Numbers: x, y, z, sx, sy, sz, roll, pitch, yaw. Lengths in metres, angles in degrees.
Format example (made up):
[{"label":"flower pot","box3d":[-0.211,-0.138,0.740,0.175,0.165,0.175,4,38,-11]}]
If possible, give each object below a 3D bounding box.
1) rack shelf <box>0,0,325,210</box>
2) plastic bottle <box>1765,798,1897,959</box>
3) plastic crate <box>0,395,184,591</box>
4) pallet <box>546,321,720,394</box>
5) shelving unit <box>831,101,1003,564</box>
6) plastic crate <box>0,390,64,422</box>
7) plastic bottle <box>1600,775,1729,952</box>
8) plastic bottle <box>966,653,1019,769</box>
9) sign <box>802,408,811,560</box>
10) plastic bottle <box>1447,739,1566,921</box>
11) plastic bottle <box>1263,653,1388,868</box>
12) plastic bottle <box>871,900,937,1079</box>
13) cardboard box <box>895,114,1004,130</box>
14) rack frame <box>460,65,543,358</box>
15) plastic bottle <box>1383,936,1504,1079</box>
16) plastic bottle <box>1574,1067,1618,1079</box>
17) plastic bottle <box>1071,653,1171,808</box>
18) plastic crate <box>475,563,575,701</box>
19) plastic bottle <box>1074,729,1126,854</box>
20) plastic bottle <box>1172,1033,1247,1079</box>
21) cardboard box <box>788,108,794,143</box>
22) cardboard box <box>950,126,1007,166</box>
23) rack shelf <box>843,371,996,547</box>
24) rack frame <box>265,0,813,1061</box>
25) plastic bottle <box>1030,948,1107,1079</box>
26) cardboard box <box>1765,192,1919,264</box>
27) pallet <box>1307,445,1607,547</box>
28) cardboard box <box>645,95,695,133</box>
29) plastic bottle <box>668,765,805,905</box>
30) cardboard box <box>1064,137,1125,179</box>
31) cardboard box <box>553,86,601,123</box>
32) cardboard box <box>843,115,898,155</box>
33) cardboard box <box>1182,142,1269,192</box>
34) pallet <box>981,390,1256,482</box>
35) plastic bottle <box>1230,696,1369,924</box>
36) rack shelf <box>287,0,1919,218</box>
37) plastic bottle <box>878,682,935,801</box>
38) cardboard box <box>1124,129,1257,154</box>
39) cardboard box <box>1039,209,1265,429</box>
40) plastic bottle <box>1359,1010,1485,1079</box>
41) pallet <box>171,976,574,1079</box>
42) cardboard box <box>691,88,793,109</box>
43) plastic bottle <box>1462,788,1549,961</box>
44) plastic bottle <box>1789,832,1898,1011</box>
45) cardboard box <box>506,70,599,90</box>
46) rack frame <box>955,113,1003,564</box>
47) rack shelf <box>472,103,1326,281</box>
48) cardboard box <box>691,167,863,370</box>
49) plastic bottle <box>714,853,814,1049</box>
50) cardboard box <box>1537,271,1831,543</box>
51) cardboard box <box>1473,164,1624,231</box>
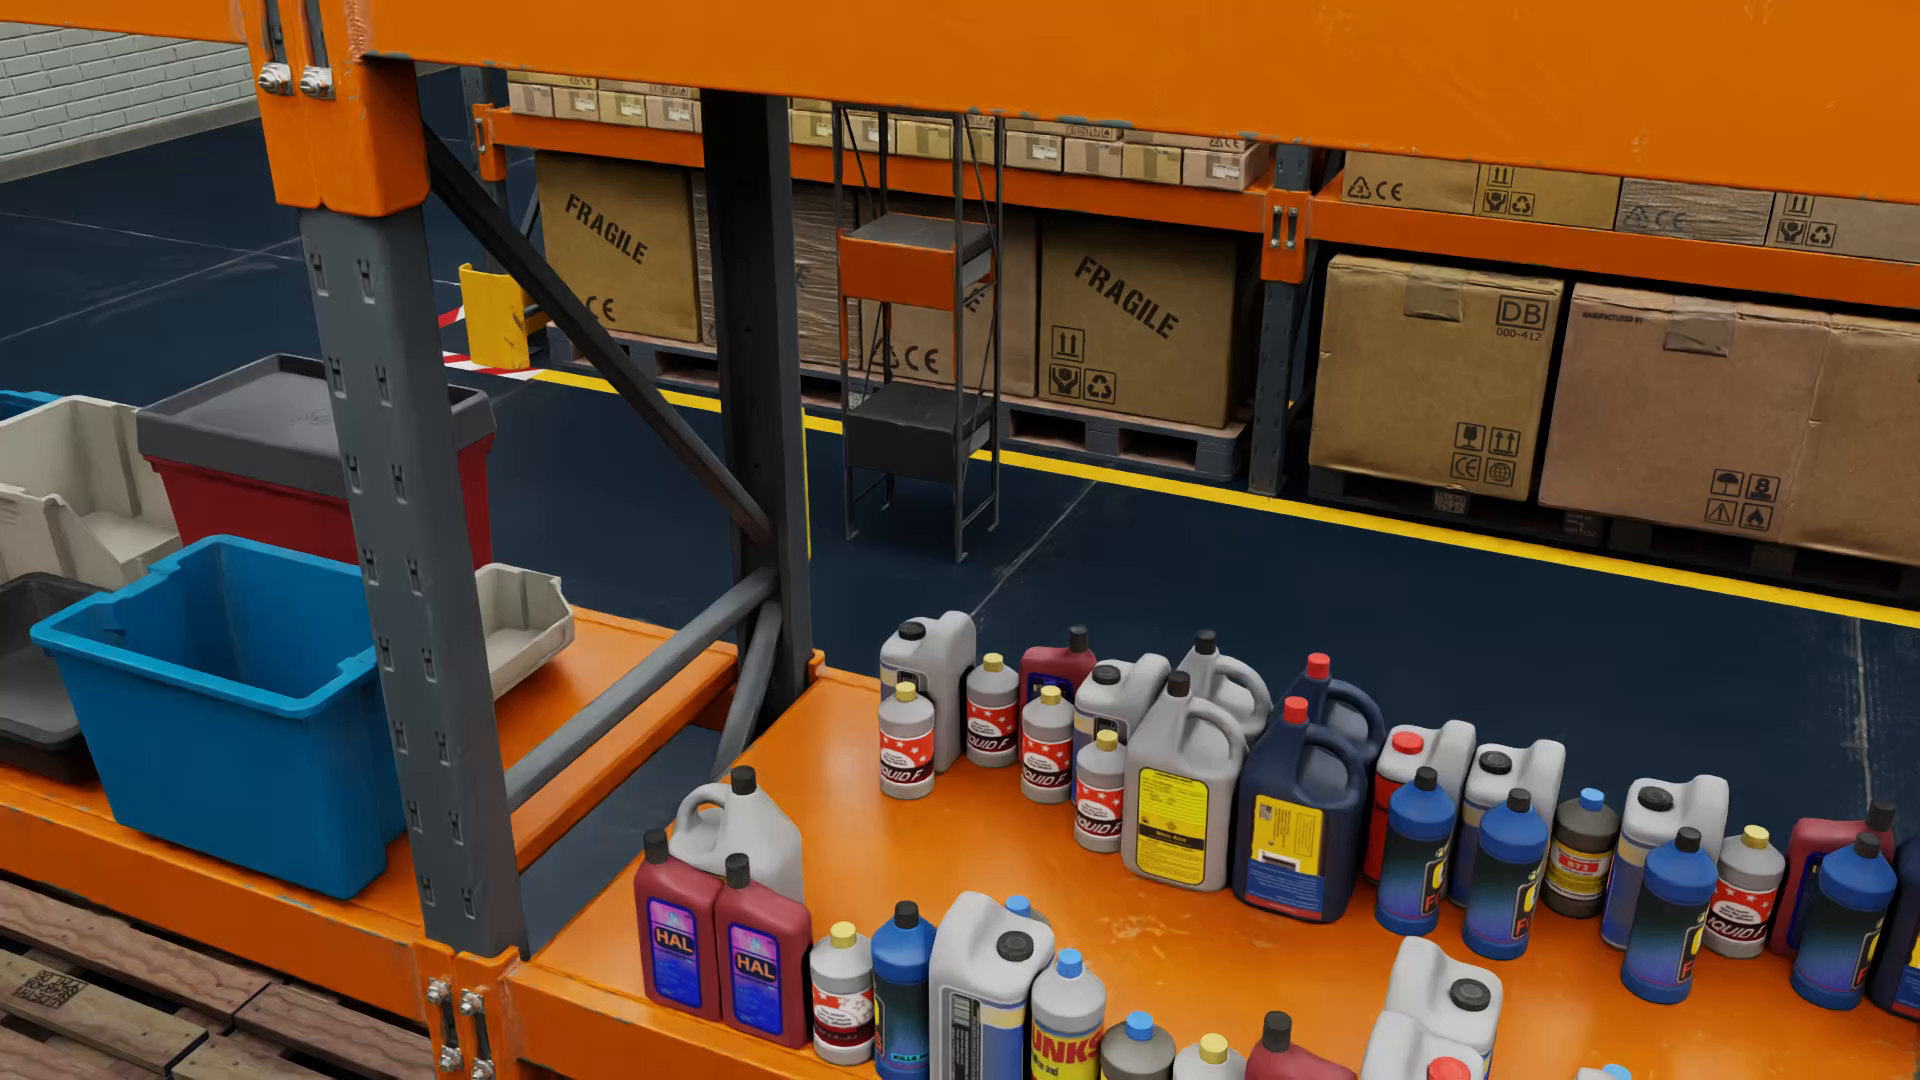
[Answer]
[{"label":"rack shelf","box3d":[-2.371,-1.132,3.072,4.000,0.370,1.077,11,28,22]},{"label":"plastic bottle","box3d":[1.297,0.501,2.469,0.133,0.283,0.061,11,28,22]},{"label":"plastic crate","box3d":[-1.865,-0.071,3.564,0.530,0.282,0.437,11,28,22]},{"label":"pallet","box3d":[-1.381,-1.101,8.747,1.213,0.211,1.003,11,28,22]},{"label":"shelving unit","box3d":[-0.151,-0.972,6.348,0.503,2.100,0.431,11,28,22]},{"label":"plastic crate","box3d":[-2.216,-0.154,3.789,0.300,0.233,0.416,11,28,22]},{"label":"plastic bottle","box3d":[1.067,0.480,2.519,0.135,0.276,0.152,11,28,22]},{"label":"plastic bottle","box3d":[0.059,0.298,2.974,0.097,0.201,0.097,0,26,0]},{"label":"sign","box3d":[-0.321,-0.089,3.221,0.005,0.325,0.100,11,28,22]},{"label":"plastic bottle","box3d":[0.856,0.438,2.605,0.135,0.276,0.152,11,28,22]},{"label":"plastic bottle","box3d":[0.590,0.349,2.701,0.185,0.351,0.144,11,28,22]},{"label":"plastic bottle","box3d":[-0.071,0.609,2.264,0.097,0.271,0.097,0,26,0]},{"label":"cardboard box","box3d":[0.052,-1.963,7.175,0.500,0.250,0.500,12,29,23]},{"label":"rack frame","box3d":[-2.142,-2.467,8.364,0.127,3.000,1.000,11,28,22]},{"label":"plastic bottle","box3d":[0.619,0.658,2.158,0.135,0.276,0.152,11,28,22]},{"label":"plastic bottle","box3d":[0.767,0.762,1.948,0.135,0.276,0.152,11,28,22]},{"label":"plastic bottle","box3d":[0.274,0.321,2.843,0.135,0.276,0.152,11,28,22]},{"label":"plastic crate","box3d":[-0.915,0.205,3.168,0.243,0.136,0.396,11,28,22]},{"label":"plastic bottle","box3d":[0.240,0.408,2.750,0.097,0.201,0.097,0,26,0]},{"label":"plastic bottle","box3d":[0.317,0.718,2.121,0.097,0.201,0.097,0,26,0]},{"label":"cardboard box","box3d":[-0.784,-1.922,7.542,0.250,0.149,0.380,11,28,21]},{"label":"cardboard box","box3d":[0.149,-1.734,7.161,0.250,0.149,0.380,12,29,23]},{"label":"rack shelf","box3d":[-0.151,-0.332,6.663,0.480,0.518,0.431,11,28,22]},{"label":"rack frame","box3d":[-0.549,0.255,2.836,0.053,2.616,0.949,11,28,22]},{"label":"plastic bottle","box3d":[0.140,0.651,2.177,0.097,0.271,0.097,0,26,0]},{"label":"cardboard box","box3d":[3.201,-1.320,5.921,0.500,0.500,0.500,12,29,23]},{"label":"pallet","box3d":[2.233,-0.373,7.269,1.213,0.211,1.003,11,28,22]},{"label":"cardboard box","box3d":[-1.250,-2.016,7.733,0.250,0.149,0.380,11,28,21]},{"label":"plastic bottle","box3d":[-0.328,0.481,2.434,0.185,0.351,0.144,11,28,22]},{"label":"cardboard box","box3d":[0.618,-1.640,6.970,0.250,0.149,0.380,11,28,21]},{"label":"cardboard box","box3d":[-1.721,-2.110,7.924,0.250,0.149,0.380,11,28,21]},{"label":"cardboard box","box3d":[-0.315,-1.828,7.352,0.250,0.149,0.380,12,29,23]},{"label":"cardboard box","box3d":[1.086,-1.546,6.780,0.250,0.149,0.380,12,28,22]},{"label":"pallet","box3d":[0.840,-0.655,7.841,1.213,0.211,1.003,11,28,22]},{"label":"plastic bottle","box3d":[0.530,0.407,2.584,0.185,0.351,0.144,11,28,22]},{"label":"rack shelf","box3d":[1.270,-0.401,1.587,4.000,0.370,1.077,11,28,22]},{"label":"plastic bottle","box3d":[-0.093,0.341,2.886,0.097,0.201,0.097,0,26,0]},{"label":"cardboard box","box3d":[0.989,-1.777,6.795,0.500,0.250,0.500,11,28,21]},{"label":"cardboard box","box3d":[0.932,-1.123,7.565,0.875,0.875,0.875,11,28,22]},{"label":"plastic bottle","box3d":[0.556,0.719,2.034,0.135,0.276,0.152,11,28,22]},{"label":"pallet","box3d":[-1.236,1.389,3.691,1.213,0.211,1.003,11,28,22]},{"label":"cardboard box","box3d":[-0.885,-2.151,7.555,0.500,0.250,0.500,10,28,20]},{"label":"plastic bottle","box3d":[0.821,0.493,2.498,0.097,0.271,0.097,0,26,0]},{"label":"plastic bottle","box3d":[1.280,0.541,2.400,0.097,0.271,0.097,0,26,0]},{"label":"cardboard box","box3d":[-1.817,-2.336,7.933,0.500,0.250,0.500,11,28,20]},{"label":"rack frame","box3d":[0.071,-0.928,6.257,0.015,2.100,0.400,11,28,22]},{"label":"rack shelf","box3d":[-0.321,-1.778,7.780,4.000,0.370,1.077,11,28,22]},{"label":"cardboard box","box3d":[-0.698,-1.450,8.230,0.875,0.875,0.875,11,28,22]},{"label":"plastic bottle","box3d":[-0.272,0.572,2.325,0.133,0.283,0.061,11,28,22]},{"label":"cardboard box","box3d":[2.904,-0.698,6.702,0.875,0.875,1.225,10,28,20]},{"label":"cardboard box","box3d":[2.273,-1.504,6.295,0.500,0.500,0.500,11,28,22]}]
